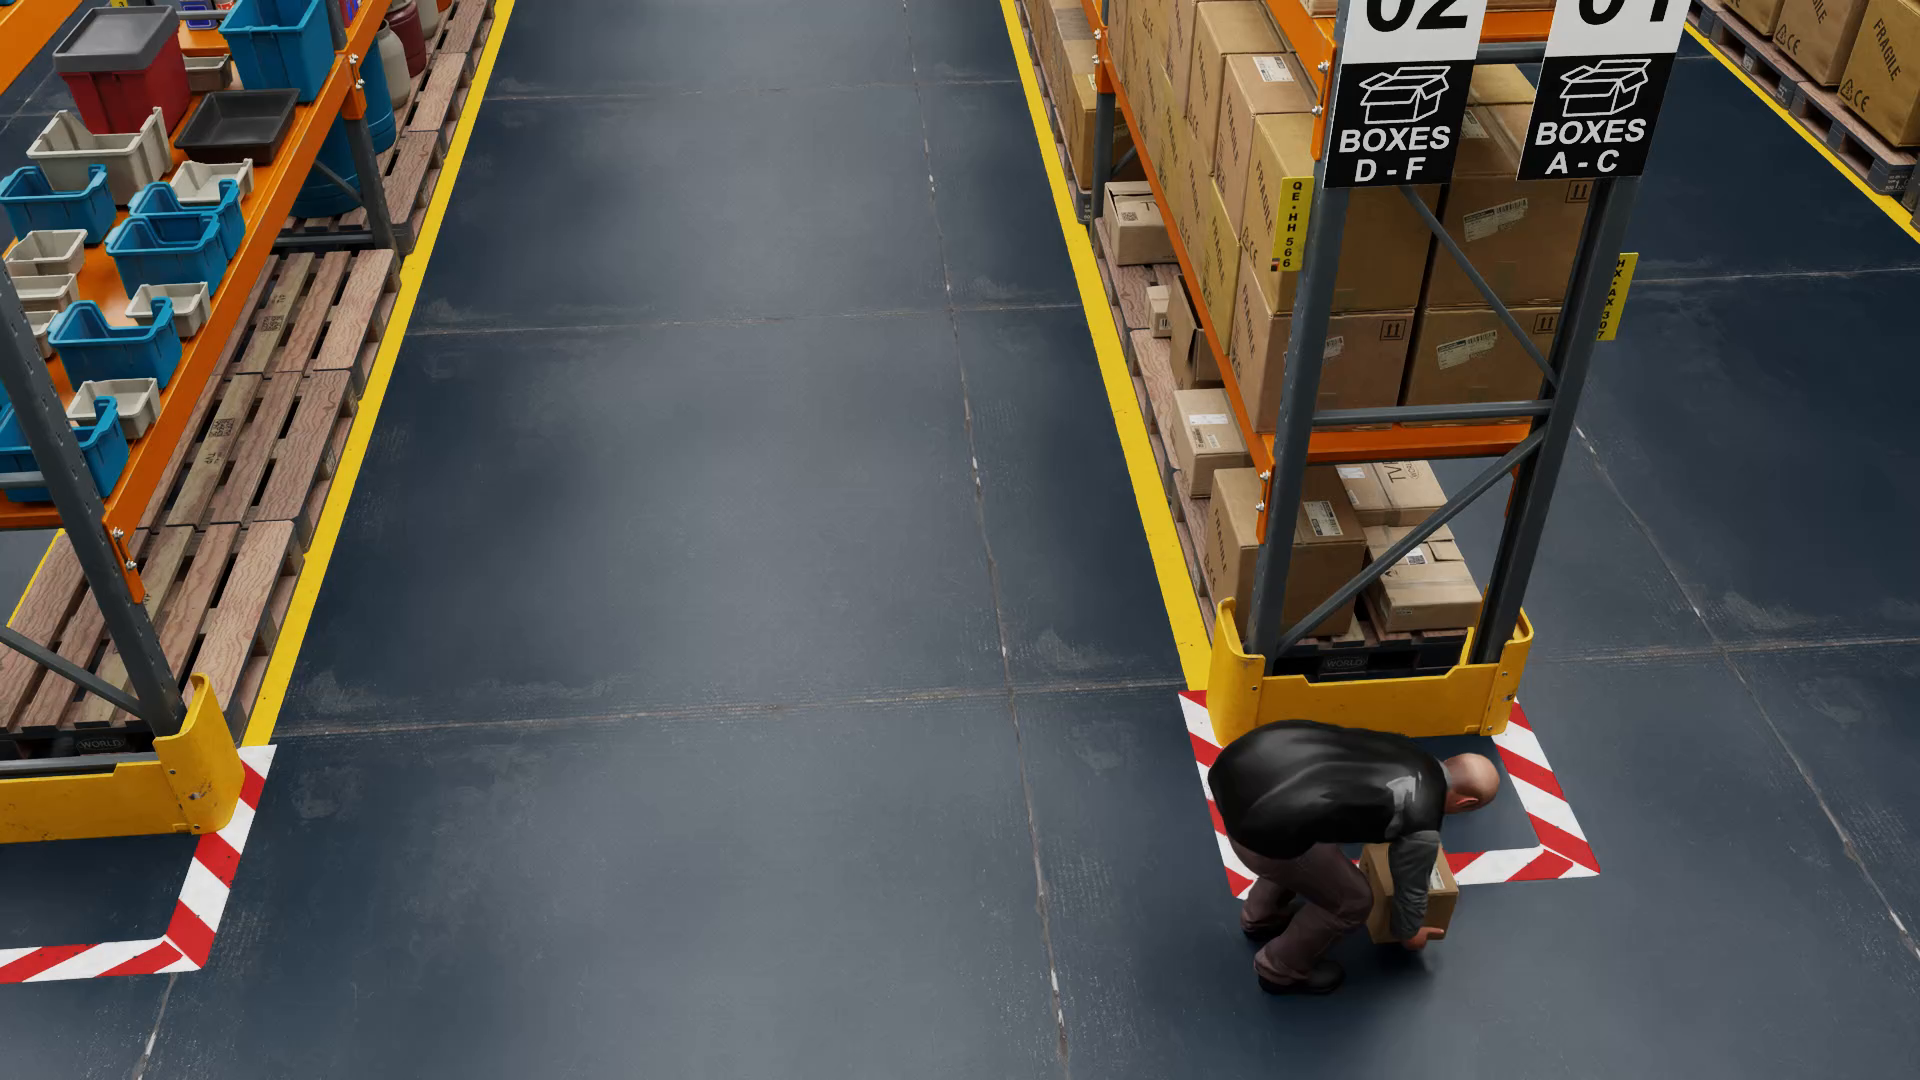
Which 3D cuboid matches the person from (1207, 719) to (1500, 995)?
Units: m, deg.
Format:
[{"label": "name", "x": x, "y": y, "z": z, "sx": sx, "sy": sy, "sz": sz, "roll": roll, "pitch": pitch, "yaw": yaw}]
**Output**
[{"label": "person", "x": 1.271, "y": 1.013, "z": 5.459, "sx": 0.952, "sy": 1.041, "sz": 0.476, "roll": -6, "pitch": 39, "yaw": -8}]
